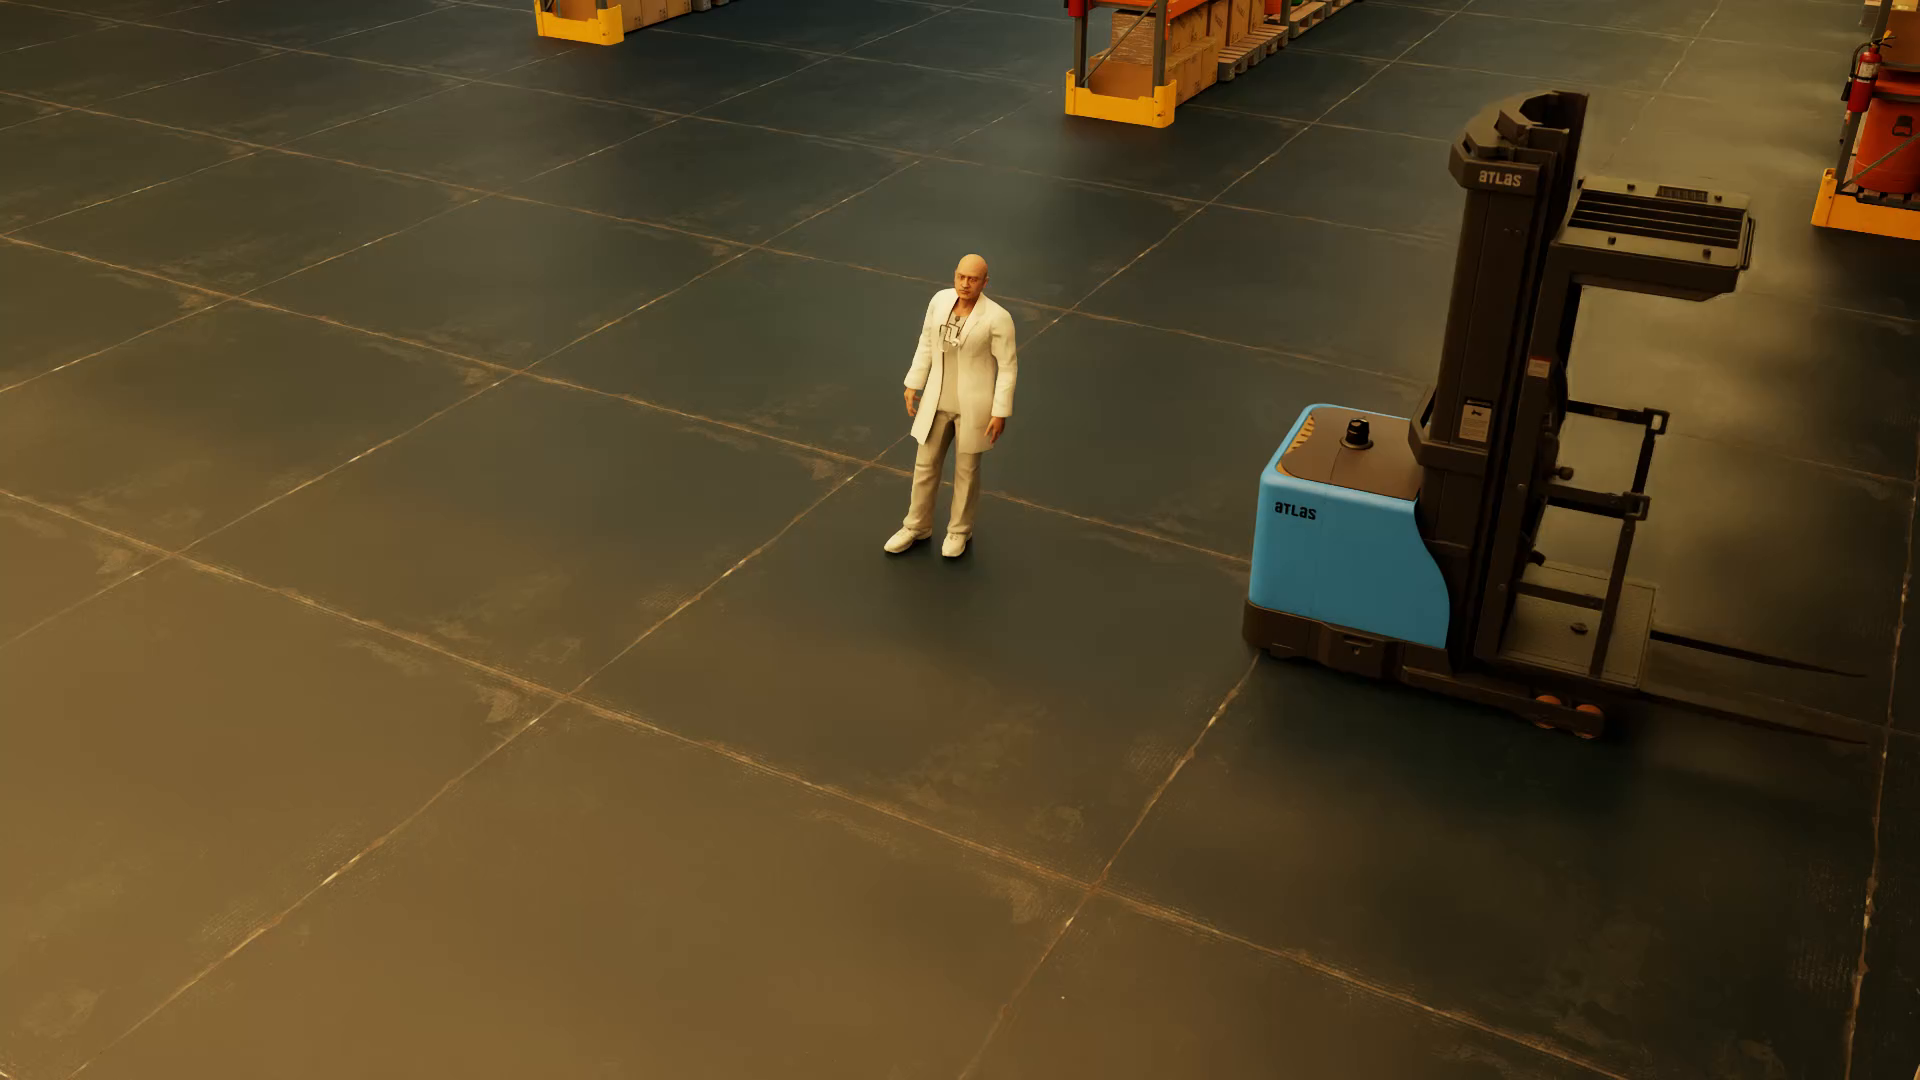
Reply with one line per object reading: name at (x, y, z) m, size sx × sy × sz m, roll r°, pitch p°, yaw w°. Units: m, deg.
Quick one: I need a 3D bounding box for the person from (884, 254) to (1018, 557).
person at (-0.048, -0.737, 9.489) m, size 0.694 × 1.775 × 0.581 m, roll 15°, pitch 33°, yaw 25°

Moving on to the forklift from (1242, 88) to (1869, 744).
forklift at (3.080, -0.583, 8.081) m, size 3.031 × 2.935 × 1.130 m, roll 13°, pitch 32°, yaw 21°
